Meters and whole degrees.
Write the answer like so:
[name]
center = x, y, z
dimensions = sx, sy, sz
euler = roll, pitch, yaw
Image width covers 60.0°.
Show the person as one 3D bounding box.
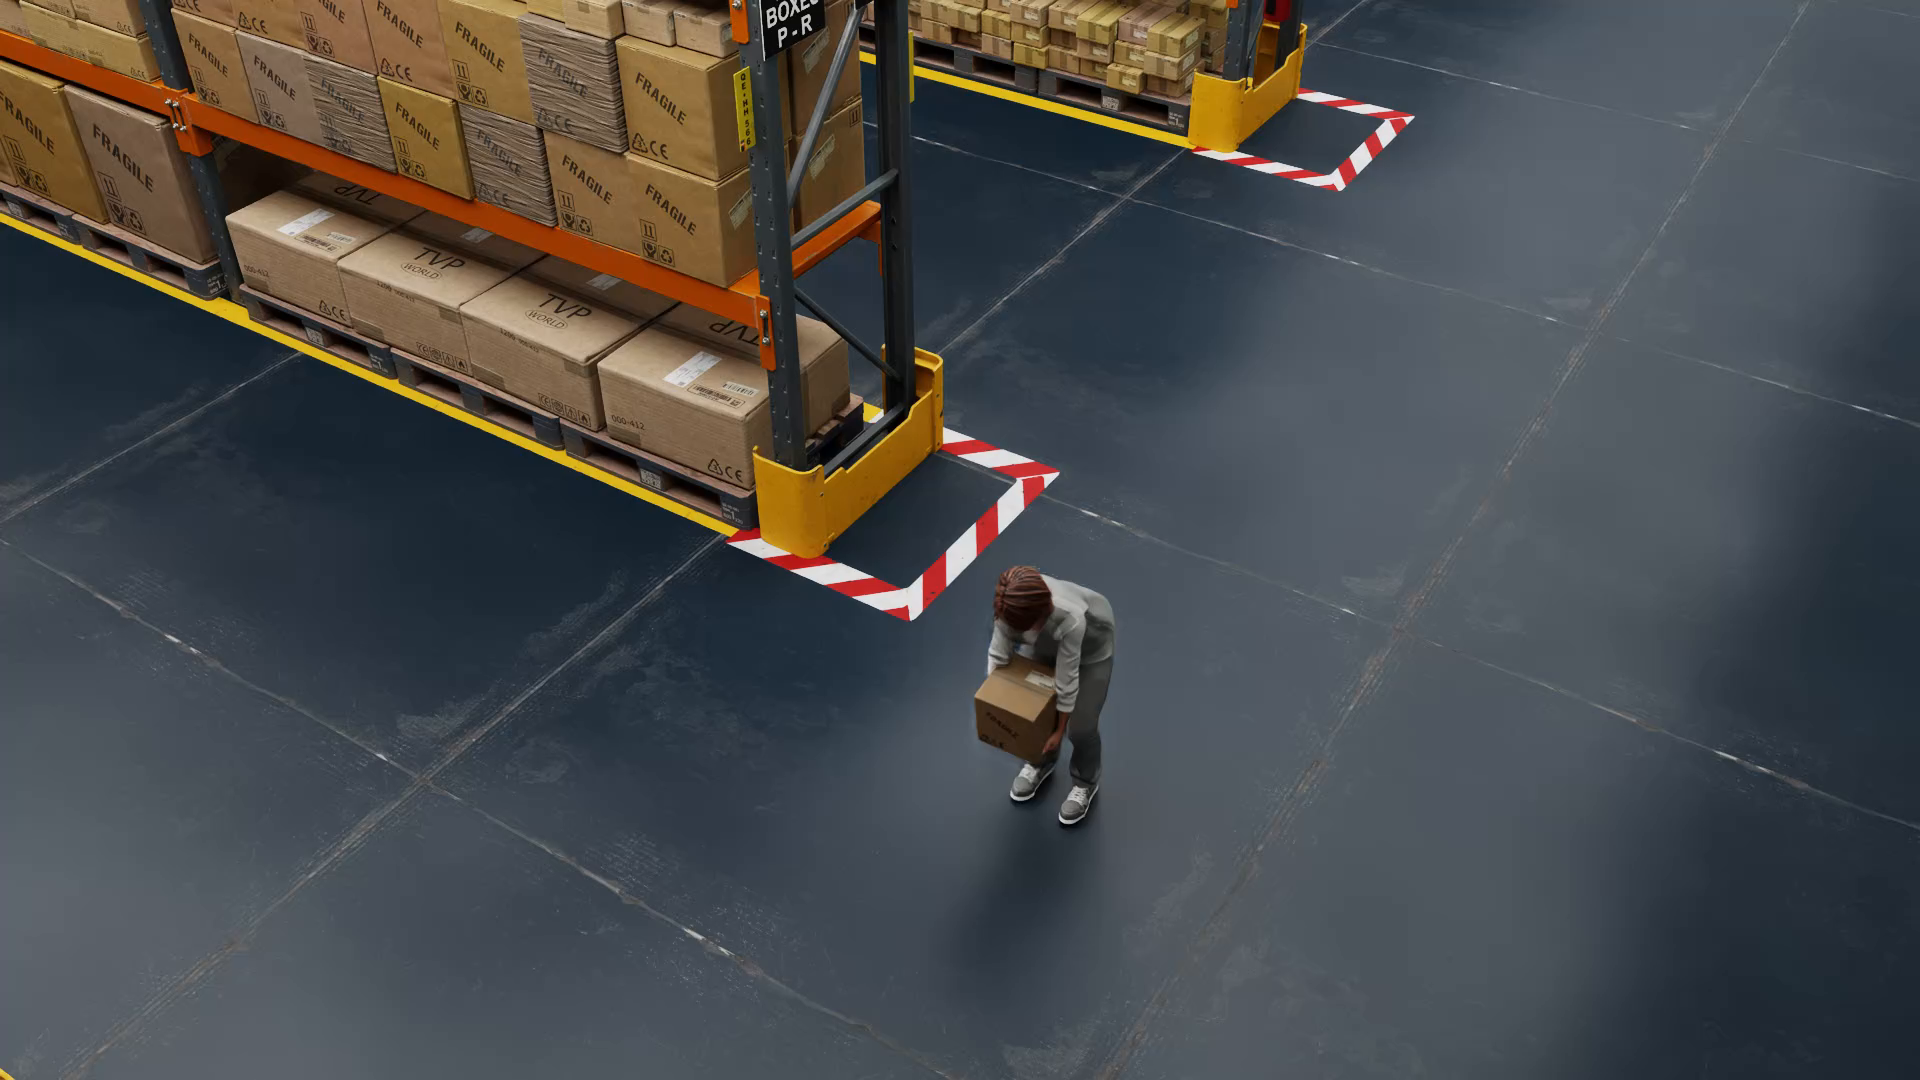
[person]
center = 0.313, 0.547, 6.165
dimensions = 0.375, 1.409, 0.691
euler = 21, 43, 24
